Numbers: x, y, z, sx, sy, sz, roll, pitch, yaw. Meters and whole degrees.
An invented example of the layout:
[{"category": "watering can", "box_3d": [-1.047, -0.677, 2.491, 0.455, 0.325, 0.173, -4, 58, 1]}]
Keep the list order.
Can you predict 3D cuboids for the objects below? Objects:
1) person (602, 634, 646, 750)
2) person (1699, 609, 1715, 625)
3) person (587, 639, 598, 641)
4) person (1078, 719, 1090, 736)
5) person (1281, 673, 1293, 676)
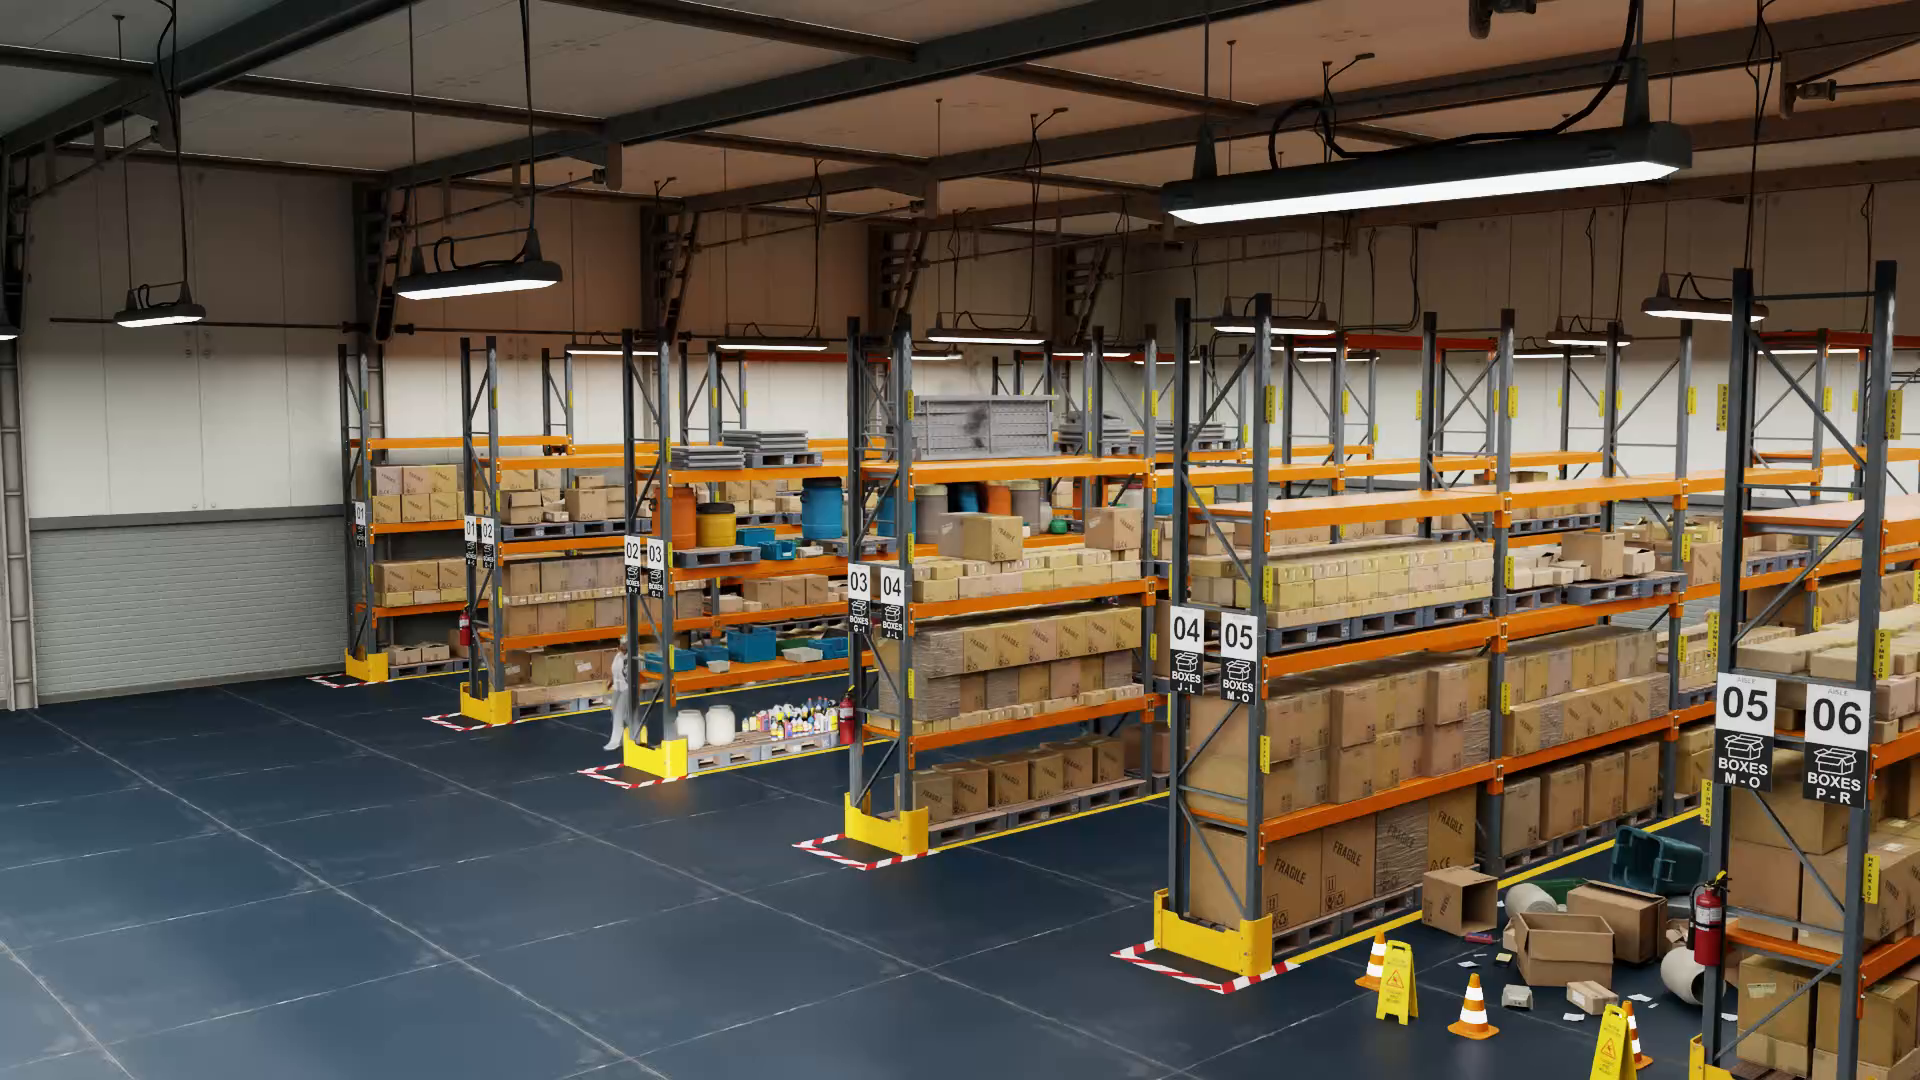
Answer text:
[{"category": "person", "box_3d": [-4.831, 2.189, 24.129, 0.610, 1.683, 0.697, 3, 6, 33]}, {"category": "person", "box_3d": [11.626, 1.973, 25.756, 0.913, 1.825, 0.713, -4, 7, -41]}, {"category": "person", "box_3d": [-6.521, 1.674, 29.523, 0.618, 1.669, 0.890, 4, 6, 38]}, {"category": "person", "box_3d": [1.767, 2.118, 24.247, 0.677, 1.760, 0.649, 4, 7, 38]}, {"category": "person", "box_3d": [4.044, 2.478, 20.197, 0.671, 1.811, 0.865, 5, 7, 43]}]
